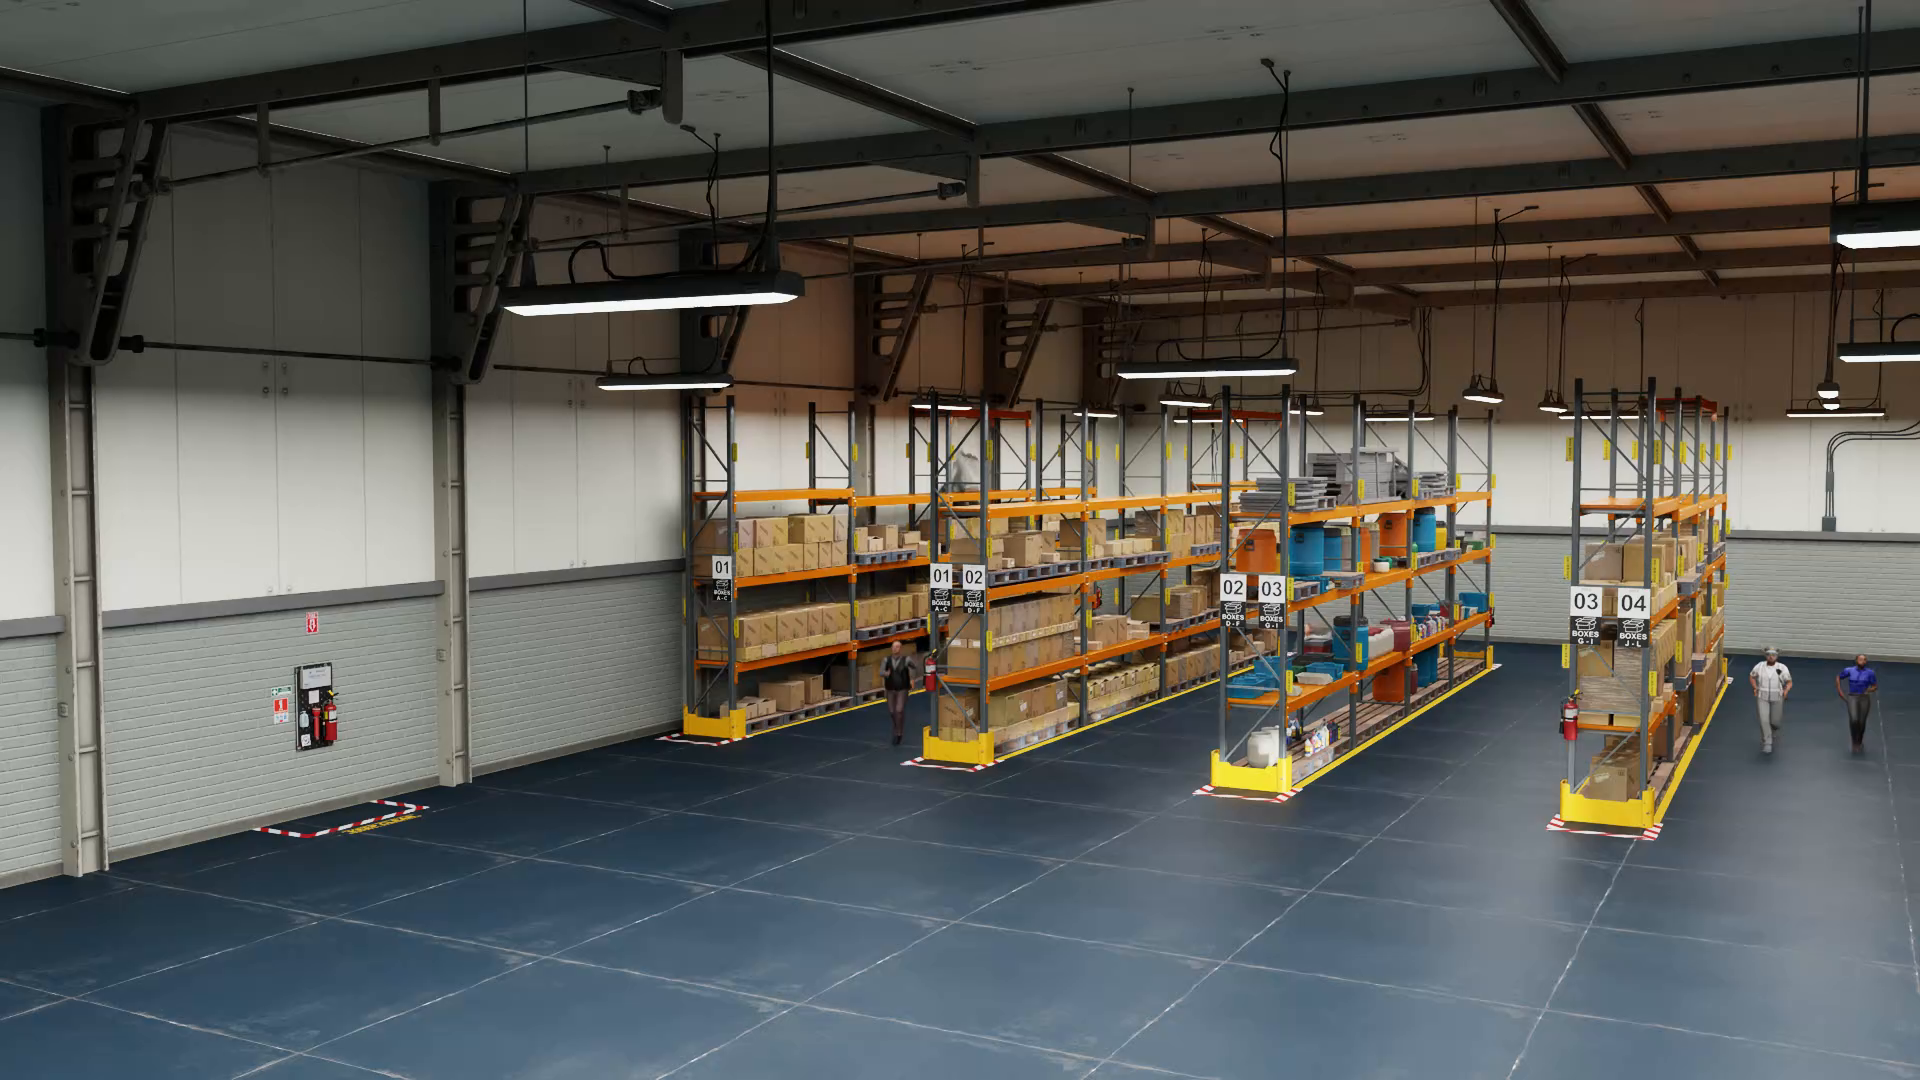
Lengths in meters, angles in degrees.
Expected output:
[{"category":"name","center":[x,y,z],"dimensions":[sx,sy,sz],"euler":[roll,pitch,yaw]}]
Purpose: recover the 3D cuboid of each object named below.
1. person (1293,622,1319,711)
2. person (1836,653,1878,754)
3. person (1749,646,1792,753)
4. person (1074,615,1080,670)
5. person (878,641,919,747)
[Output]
[{"category":"person","center":[6.832,2.450,32.591],"dimensions":[0.575,1.696,0.954],"euler":[2,3,28]},{"category":"person","center":[15.034,2.736,27.850],"dimensions":[0.581,1.686,0.734],"euler":[1,3,18]},{"category":"person","center":[13.660,2.665,28.048],"dimensions":[0.663,1.766,0.749],"euler":[2,3,28]},{"category":"person","center":[2.580,2.365,35.422],"dimensions":[0.542,1.574,0.694],"euler":[1,3,24]},{"category":"person","center":[-1.083,2.614,28.649],"dimensions":[0.643,1.744,0.906],"euler":[1,3,16]}]
